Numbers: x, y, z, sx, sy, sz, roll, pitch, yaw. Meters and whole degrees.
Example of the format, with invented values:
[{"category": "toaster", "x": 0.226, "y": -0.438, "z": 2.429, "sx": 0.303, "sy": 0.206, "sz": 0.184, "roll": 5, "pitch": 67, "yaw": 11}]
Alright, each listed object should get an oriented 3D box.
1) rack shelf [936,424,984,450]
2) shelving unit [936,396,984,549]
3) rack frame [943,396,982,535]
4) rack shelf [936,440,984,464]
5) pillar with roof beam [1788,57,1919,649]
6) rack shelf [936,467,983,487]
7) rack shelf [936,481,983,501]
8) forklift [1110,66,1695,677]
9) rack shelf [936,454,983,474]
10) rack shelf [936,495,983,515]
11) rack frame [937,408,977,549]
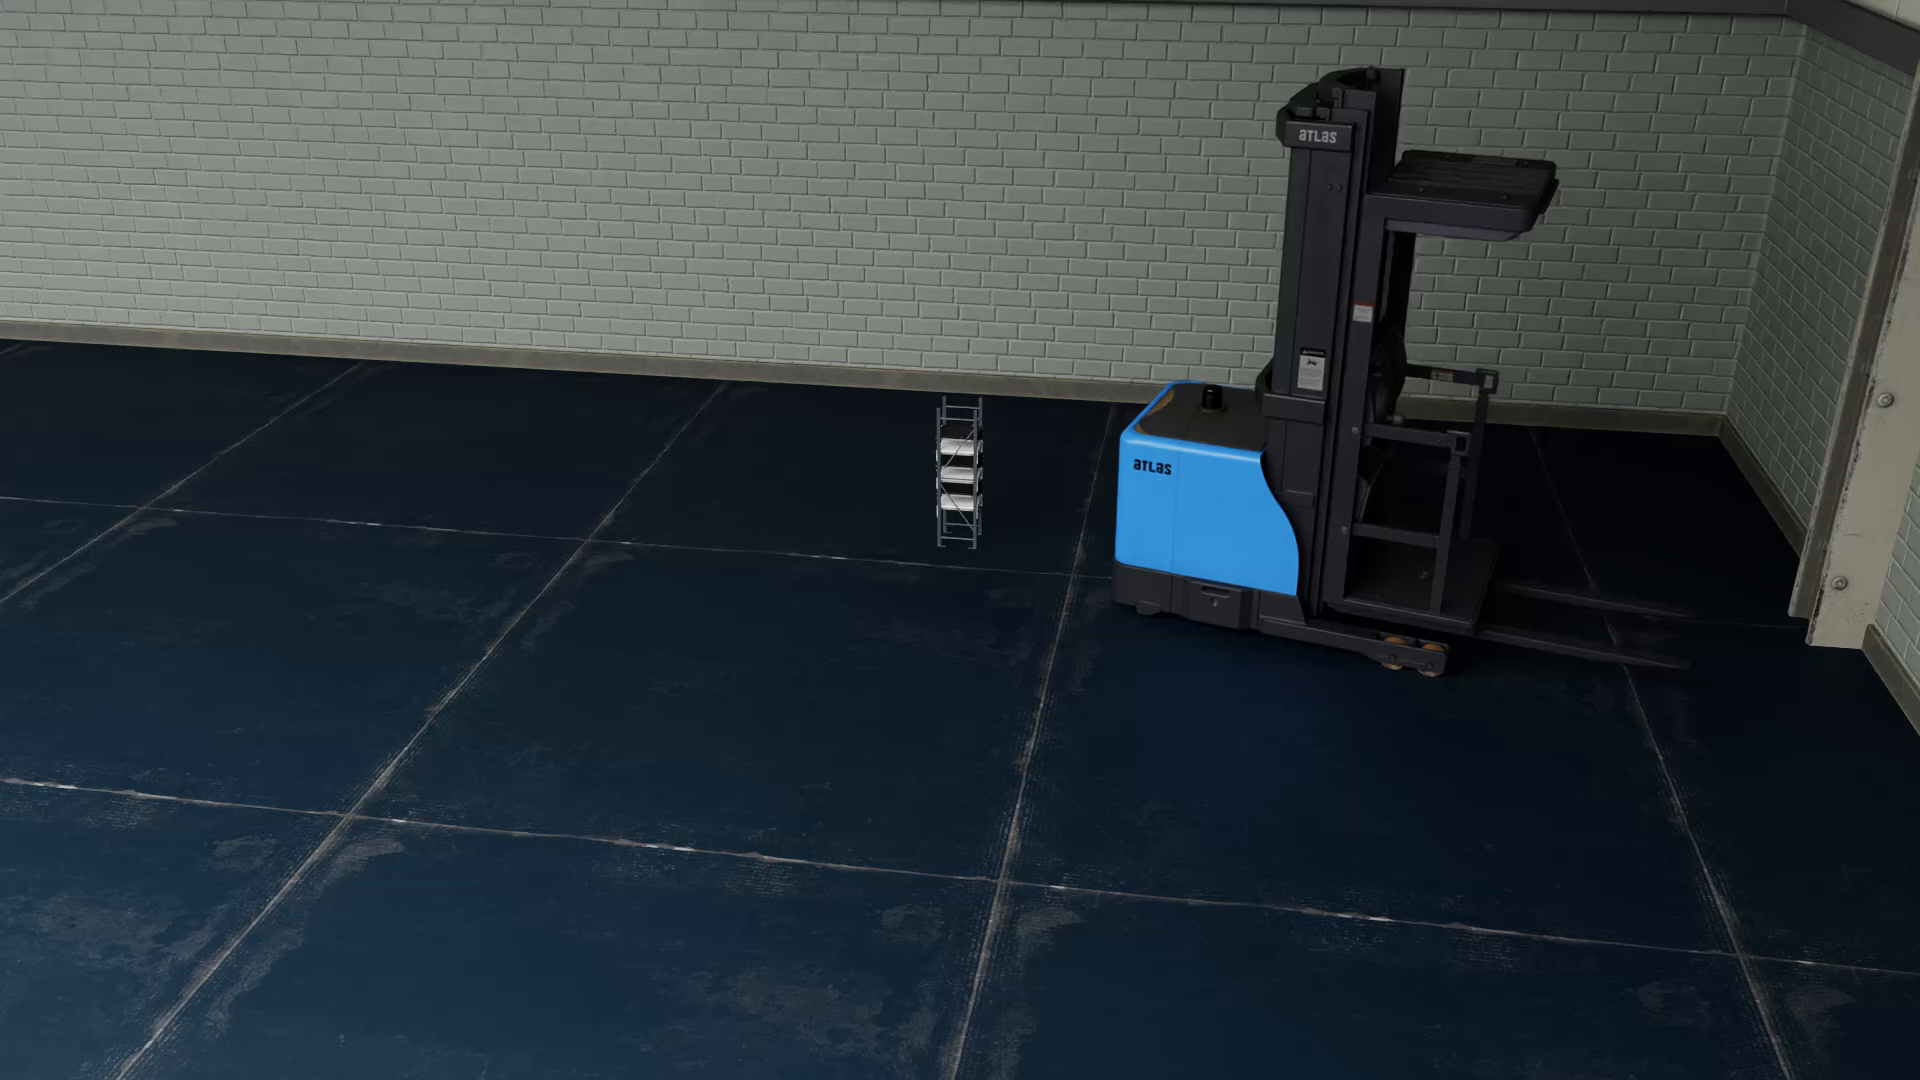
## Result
[{"category": "rack shelf", "x": -0.001, "y": -0.619, "z": 9.952, "sx": 0.258, "sy": 0.077, "sz": 0.200, "roll": 4, "pitch": 25, "yaw": 9}, {"category": "shelving unit", "x": -0.001, "y": -0.404, "z": 10.052, "sx": 0.258, "sy": 0.900, "sz": 0.210, "roll": 4, "pitch": 25, "yaw": 9}, {"category": "rack frame", "x": 0.015, "y": -0.447, "z": 10.143, "sx": 0.240, "sy": 0.900, "sz": 0.006, "roll": 4, "pitch": 25, "yaw": 9}, {"category": "rack shelf", "x": -0.001, "y": -0.537, "z": 9.990, "sx": 0.258, "sy": 0.077, "sz": 0.200, "roll": 4, "pitch": 25, "yaw": 9}, {"category": "pillar with roof beam", "x": 0.542, "y": -3.876, "z": 7.915, "sx": 9.100, "sy": 9.000, "sz": 0.400, "roll": 4, "pitch": 25, "yaw": 9}, {"category": "rack shelf", "x": -0.001, "y": -0.374, "z": 10.066, "sx": 0.258, "sy": 0.077, "sz": 0.200, "roll": 4, "pitch": 25, "yaw": 9}, {"category": "rack shelf", "x": -0.001, "y": -0.292, "z": 10.104, "sx": 0.258, "sy": 0.077, "sz": 0.200, "roll": 4, "pitch": 25, "yaw": 9}, {"category": "forklift", "x": 2.415, "y": -0.868, "z": 8.647, "sx": 3.031, "sy": 2.935, "sz": 1.130, "roll": 11, "pitch": 27, "yaw": 21}, {"category": "rack shelf", "x": -0.001, "y": -0.455, "z": 10.028, "sx": 0.258, "sy": 0.077, "sz": 0.200, "roll": 4, "pitch": 25, "yaw": 9}, {"category": "rack shelf", "x": -0.001, "y": -0.211, "z": 10.142, "sx": 0.258, "sy": 0.077, "sz": 0.200, "roll": 4, "pitch": 25, "yaw": 9}, {"category": "rack frame", "x": -0.018, "y": -0.362, "z": 9.961, "sx": 0.240, "sy": 0.900, "sz": 0.006, "roll": 4, "pitch": 25, "yaw": 9}]
